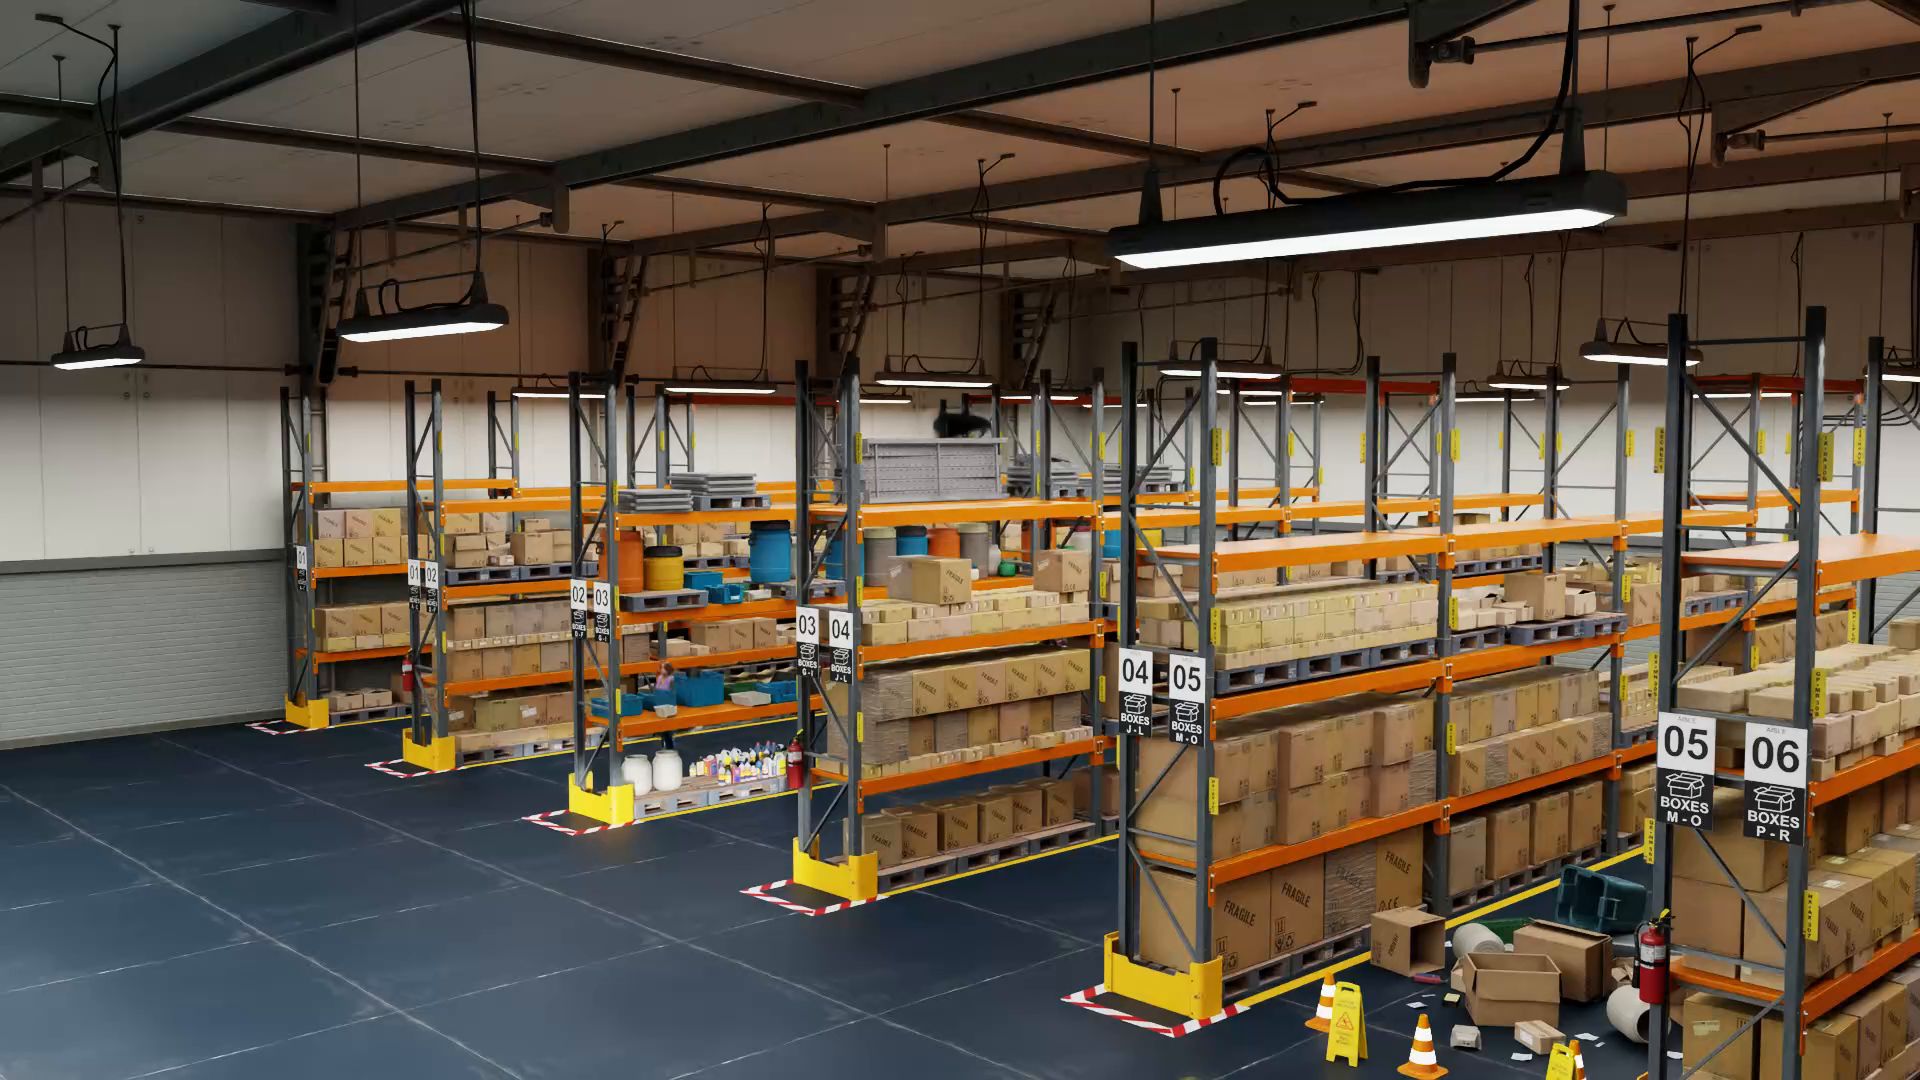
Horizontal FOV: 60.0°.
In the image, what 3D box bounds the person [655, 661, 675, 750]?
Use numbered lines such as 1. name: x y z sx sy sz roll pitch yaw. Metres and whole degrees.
1. person: -4.708 2.702 26.384 0.537 1.553 0.537 2 4 30
